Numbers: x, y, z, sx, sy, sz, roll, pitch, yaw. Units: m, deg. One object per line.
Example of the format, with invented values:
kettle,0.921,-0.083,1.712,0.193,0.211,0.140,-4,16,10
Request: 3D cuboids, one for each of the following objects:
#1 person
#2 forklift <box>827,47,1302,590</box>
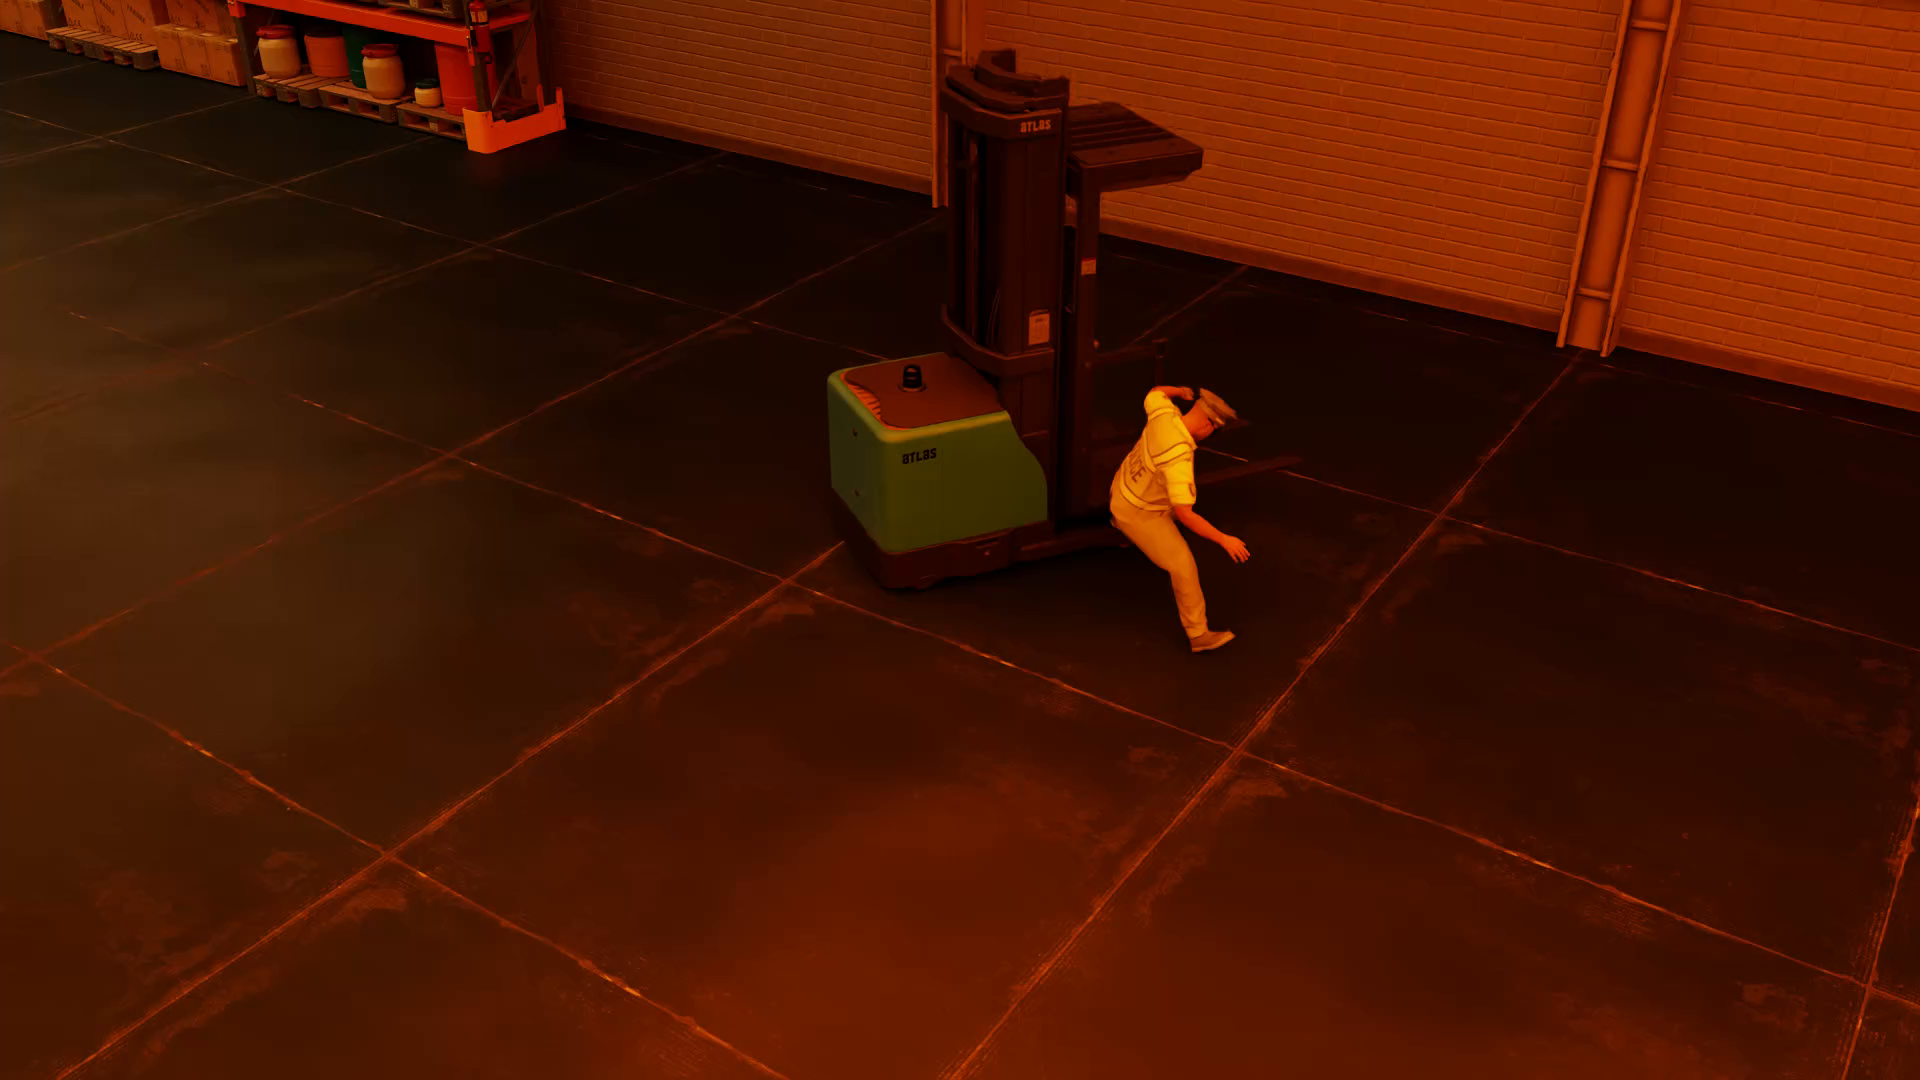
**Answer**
person,1.257,-0.253,9.516,0.799,1.461,1.317,4,30,7
forklift,0.738,-1.448,10.075,3.031,2.935,1.130,-12,32,-20
